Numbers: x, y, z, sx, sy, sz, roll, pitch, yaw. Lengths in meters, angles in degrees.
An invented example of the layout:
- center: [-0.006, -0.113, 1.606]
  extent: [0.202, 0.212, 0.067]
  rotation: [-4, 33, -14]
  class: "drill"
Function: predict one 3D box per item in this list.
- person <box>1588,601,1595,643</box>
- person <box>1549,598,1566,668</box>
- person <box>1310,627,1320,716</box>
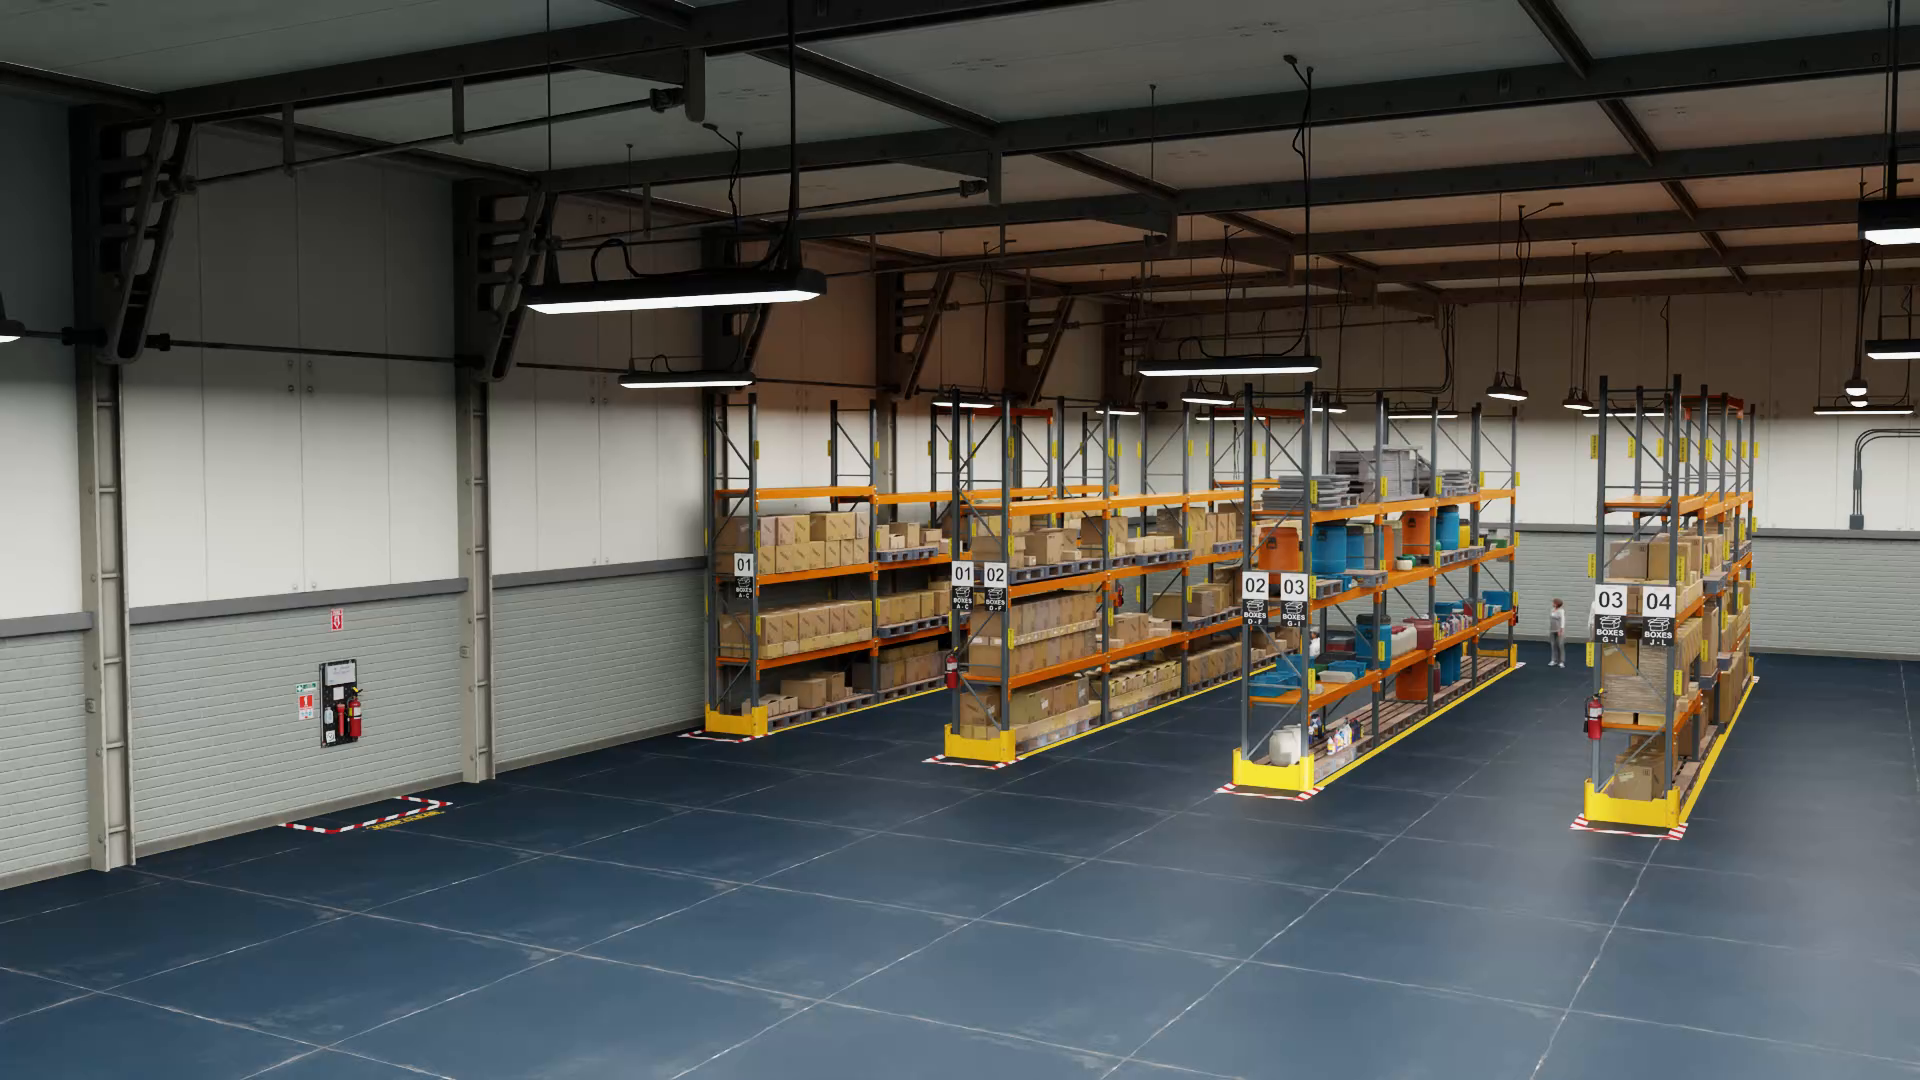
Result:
- center: [15.307, 2.006, 39.803]
  extent: [0.501, 1.659, 0.750]
  rotation: [1, 3, 24]
  class: "person"
- center: [13.828, 2.144, 38.468]
  extent: [0.370, 1.625, 0.418]
  rotation: [-2, 4, -38]
  class: "person"
- center: [6.703, 2.474, 31.595]
  extent: [0.433, 1.663, 0.521]
  rotation: [0, 3, -5]
  class: "person"
